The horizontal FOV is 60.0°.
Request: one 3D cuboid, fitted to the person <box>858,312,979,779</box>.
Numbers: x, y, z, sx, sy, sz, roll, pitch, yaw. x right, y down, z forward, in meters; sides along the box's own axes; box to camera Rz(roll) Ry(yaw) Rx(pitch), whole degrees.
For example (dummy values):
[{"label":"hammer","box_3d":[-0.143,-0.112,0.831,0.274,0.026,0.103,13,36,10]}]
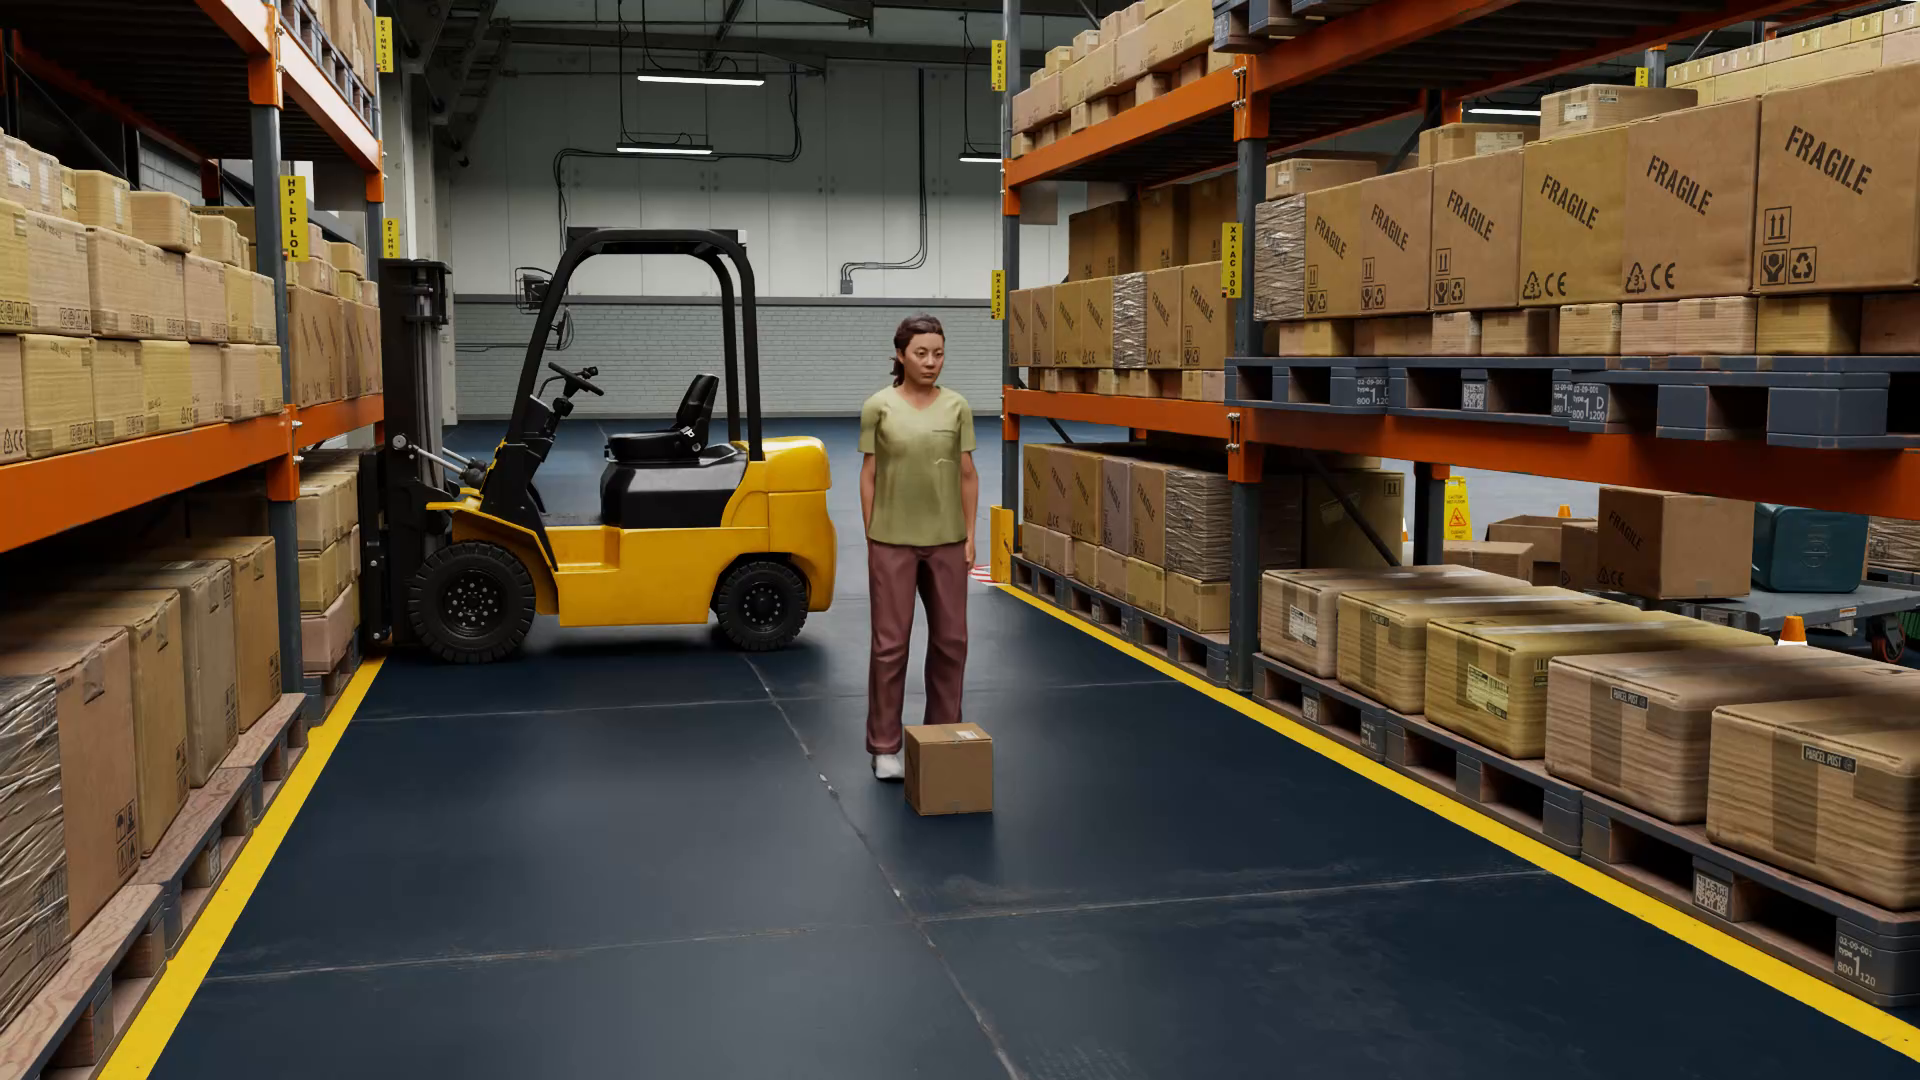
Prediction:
[{"label":"person","box_3d":[-0.145,0.021,6.023,0.443,1.680,0.362,-1,6,-13]}]
